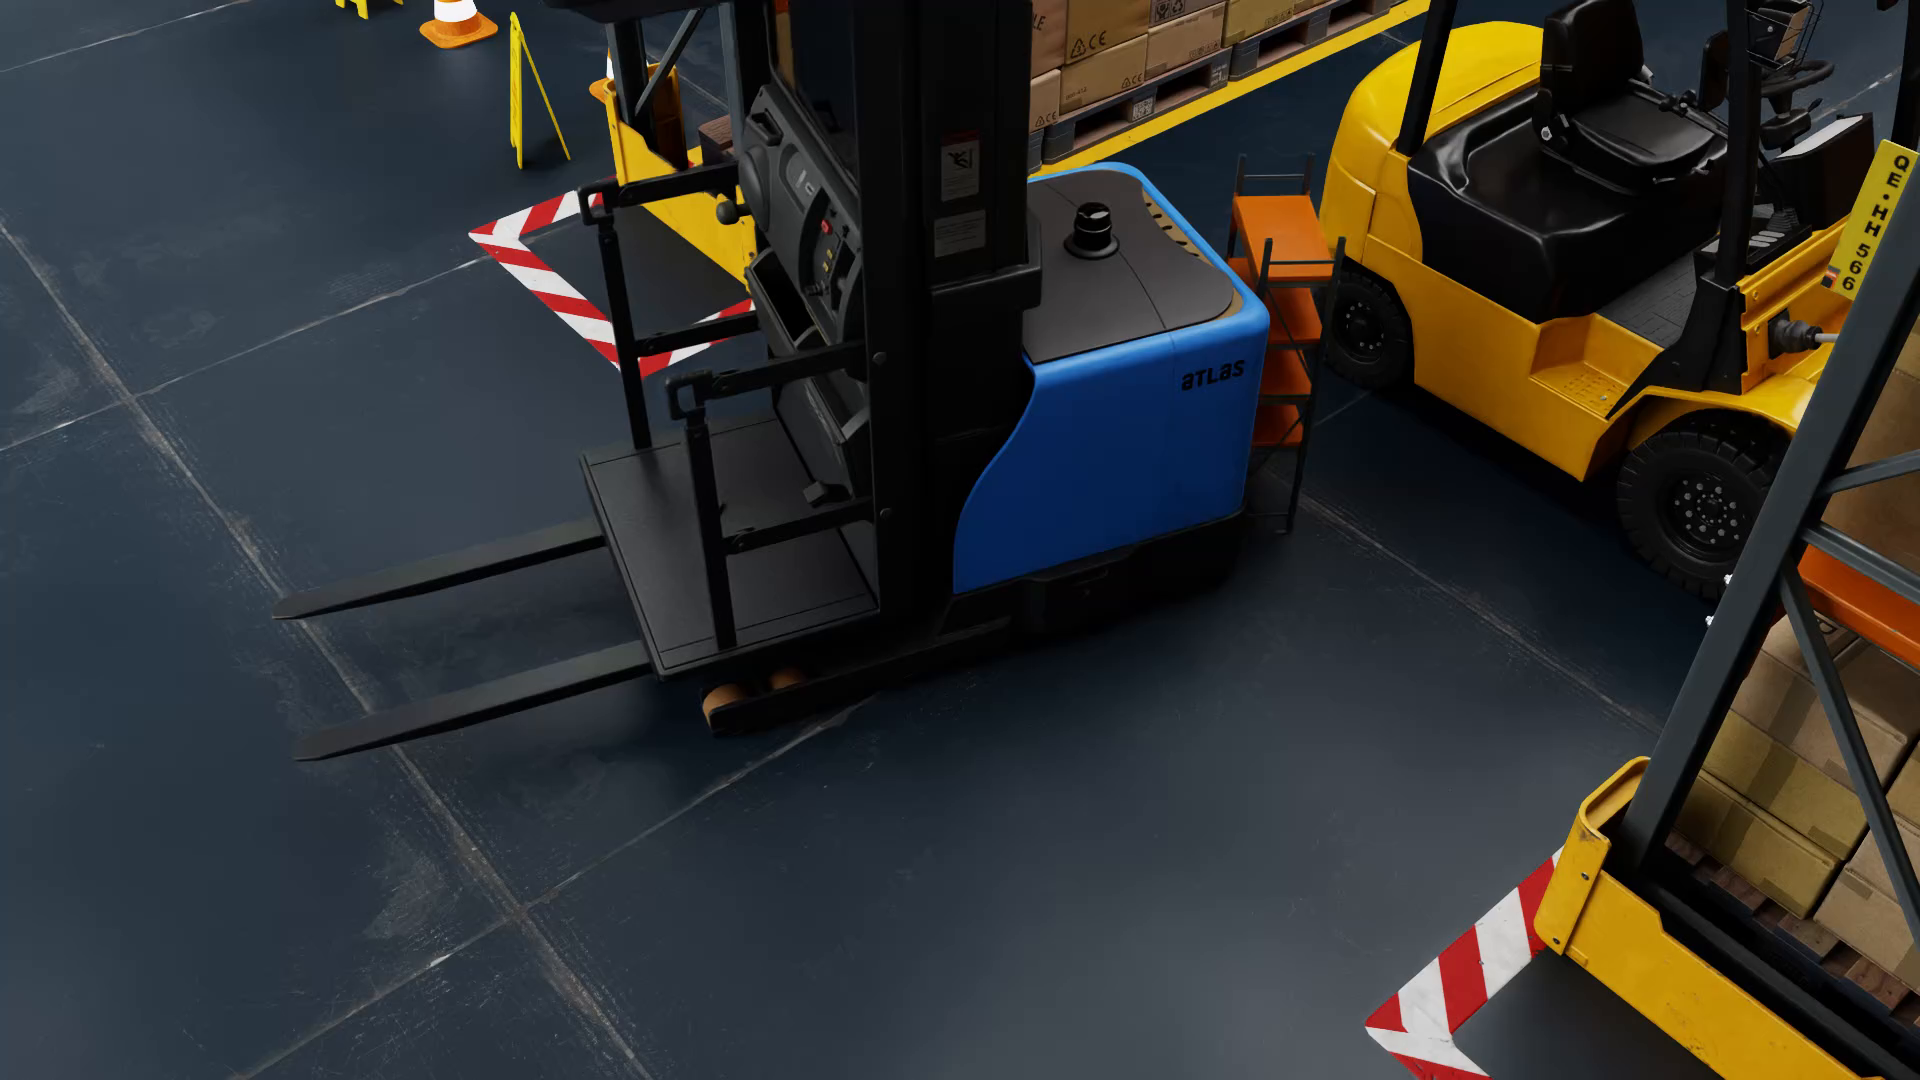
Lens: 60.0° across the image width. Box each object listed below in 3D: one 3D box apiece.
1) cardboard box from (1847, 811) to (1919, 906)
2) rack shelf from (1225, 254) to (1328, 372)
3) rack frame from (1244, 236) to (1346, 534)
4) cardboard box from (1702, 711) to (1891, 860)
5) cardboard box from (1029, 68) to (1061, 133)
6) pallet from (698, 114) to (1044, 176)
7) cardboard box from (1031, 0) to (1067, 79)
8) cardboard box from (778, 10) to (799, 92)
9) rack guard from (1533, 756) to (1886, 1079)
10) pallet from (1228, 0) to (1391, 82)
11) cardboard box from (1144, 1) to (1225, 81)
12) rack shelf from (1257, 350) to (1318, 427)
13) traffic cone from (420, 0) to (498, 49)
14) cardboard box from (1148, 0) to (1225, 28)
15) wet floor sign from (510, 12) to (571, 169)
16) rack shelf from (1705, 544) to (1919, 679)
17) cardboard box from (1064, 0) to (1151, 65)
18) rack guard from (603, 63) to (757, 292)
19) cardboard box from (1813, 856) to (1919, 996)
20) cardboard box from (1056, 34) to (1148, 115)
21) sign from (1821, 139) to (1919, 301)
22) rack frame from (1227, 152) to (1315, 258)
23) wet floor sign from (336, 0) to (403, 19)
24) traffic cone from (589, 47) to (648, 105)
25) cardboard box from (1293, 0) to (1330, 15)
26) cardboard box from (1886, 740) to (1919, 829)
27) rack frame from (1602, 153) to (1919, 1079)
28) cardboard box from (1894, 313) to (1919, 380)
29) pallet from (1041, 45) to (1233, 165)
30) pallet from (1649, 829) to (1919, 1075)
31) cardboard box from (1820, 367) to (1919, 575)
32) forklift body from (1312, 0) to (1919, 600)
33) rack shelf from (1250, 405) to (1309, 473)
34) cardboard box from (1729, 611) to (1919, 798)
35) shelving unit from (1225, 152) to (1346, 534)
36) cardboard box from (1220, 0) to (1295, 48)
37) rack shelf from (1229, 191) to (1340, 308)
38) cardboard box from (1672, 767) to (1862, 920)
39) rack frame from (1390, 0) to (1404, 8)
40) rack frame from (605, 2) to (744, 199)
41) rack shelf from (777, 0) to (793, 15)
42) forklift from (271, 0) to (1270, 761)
[{"bbox_3d":[2.582,0.767,4.079,0.500,0.250,0.500,-29,50,-27],"label":"cardboard box"},{"bbox_3d":[1.022,-0.742,5.435,0.258,0.148,0.480,-1,43,-2],"label":"rack shelf"},{"bbox_3d":[1.031,-0.461,5.364,0.240,1.200,0.015,-1,43,-2],"label":"rack frame"},{"bbox_3d":[2.261,0.486,4.378,0.500,0.250,0.500,-30,51,-28],"label":"cardboard box"},{"bbox_3d":[0.093,-1.988,7.377,0.500,0.250,0.500,-28,50,-27],"label":"cardboard box"},{"bbox_3d":[-0.395,-1.763,7.473,1.213,0.211,1.003,-30,51,-28],"label":"pallet"},{"bbox_3d":[0.113,-2.284,7.145,0.500,0.500,0.500,-32,52,-29],"label":"cardboard box"},{"bbox_3d":[-0.652,-2.321,7.184,0.500,0.500,0.500,-29,51,-28],"label":"cardboard box"},{"bbox_3d":[2.070,1.119,4.194,0.348,0.500,1.175,-30,51,-28],"label":"rack guard"},{"bbox_3d":[1.477,-2.835,8.614,1.213,0.211,1.003,-30,51,-28],"label":"pallet"},{"bbox_3d":[0.893,-2.455,7.874,0.500,0.250,0.500,-29,50,-27],"label":"cardboard box"},{"bbox_3d":[1.022,-0.579,5.588,0.258,0.148,0.480,-1,43,-2],"label":"rack shelf"},{"bbox_3d":[-2.570,-2.783,8.375,0.334,0.463,0.336,-30,51,-28],"label":"traffic cone"},{"bbox_3d":[0.908,-2.739,7.629,0.500,0.500,0.500,-27,50,-26],"label":"cardboard box"},{"bbox_3d":[-1.931,-2.028,7.438,0.232,0.644,0.267,-14,45,-14],"label":"wet floor sign"},{"bbox_3d":[3.622,-0.419,4.531,4.000,0.370,1.077,-30,51,-28],"label":"rack shelf"},{"bbox_3d":[0.503,-2.500,7.375,0.500,0.500,0.500,-29,50,-27],"label":"cardboard box"},{"bbox_3d":[-1.041,-1.530,7.014,0.348,0.500,1.175,-30,51,-28],"label":"rack guard"},{"bbox_3d":[2.591,0.933,4.267,0.500,0.250,0.500,-30,51,-28],"label":"cardboard box"},{"bbox_3d":[0.504,-2.234,7.640,0.500,0.250,0.500,-26,49,-25],"label":"cardboard box"},{"bbox_3d":[1.751,-0.602,3.182,0.005,0.325,0.100,-30,51,-28],"label":"sign"},{"bbox_3d":[1.013,-0.795,5.720,0.240,1.200,0.015,-1,43,-2],"label":"rack frame"},{"bbox_3d":[-3.104,-3.052,8.528,0.267,0.644,0.232,30,51,28],"label":"wet floor sign"},{"bbox_3d":[-1.597,-2.349,7.914,0.334,0.463,0.336,-30,51,-28],"label":"traffic cone"},{"bbox_3d":[1.688,-2.915,8.364,0.500,0.250,0.500,-28,50,-26],"label":"cardboard box"},{"bbox_3d":[2.578,0.570,3.923,0.500,0.250,0.500,-31,51,-28],"label":"cardboard box"},{"bbox_3d":[2.088,0.197,3.349,0.127,3.000,1.000,-30,51,-28],"label":"rack frame"},{"bbox_3d":[2.175,-0.375,3.412,0.250,0.149,0.380,-29,50,-27],"label":"cardboard box"},{"bbox_3d":[0.540,-2.296,8.041,1.213,0.211,1.003,-30,51,-28],"label":"pallet"},{"bbox_3d":[2.648,0.856,4.685,1.213,0.211,1.003,-30,51,-28],"label":"pallet"},{"bbox_3d":[2.297,-0.193,3.692,0.500,0.500,0.500,-31,51,-29],"label":"cardboard box"},{"bbox_3d":[2.372,-1.284,5.547,1.214,2.155,2.313,-30,51,-28],"label":"forklift body"},{"bbox_3d":[1.022,-0.434,5.724,0.258,0.148,0.480,-1,43,-2],"label":"rack shelf"},{"bbox_3d":[2.241,0.316,4.194,0.500,0.250,0.500,-28,50,-27],"label":"cardboard box"},{"bbox_3d":[1.022,-0.628,5.542,0.258,1.200,0.503,-1,43,-2],"label":"shelving unit"},{"bbox_3d":[1.286,-2.676,8.109,0.500,0.250,0.500,-31,51,-29],"label":"cardboard box"},{"bbox_3d":[1.022,-0.914,5.273,0.258,0.148,0.480,-1,43,-2],"label":"rack shelf"},{"bbox_3d":[2.246,0.674,4.543,0.500,0.250,0.500,-29,51,-28],"label":"cardboard box"},{"bbox_3d":[1.969,-4.165,7.993,0.127,3.000,1.000,-30,51,-28],"label":"rack frame"},{"bbox_3d":[-1.099,-2.408,6.123,0.127,3.000,1.000,-30,51,-28],"label":"rack frame"},{"bbox_3d":[0.435,-3.024,7.304,4.000,0.370,1.077,-30,51,-28],"label":"rack shelf"},{"bbox_3d":[-0.630,-0.879,4.545,3.031,2.935,1.130,-16,45,-16],"label":"forklift"}]
